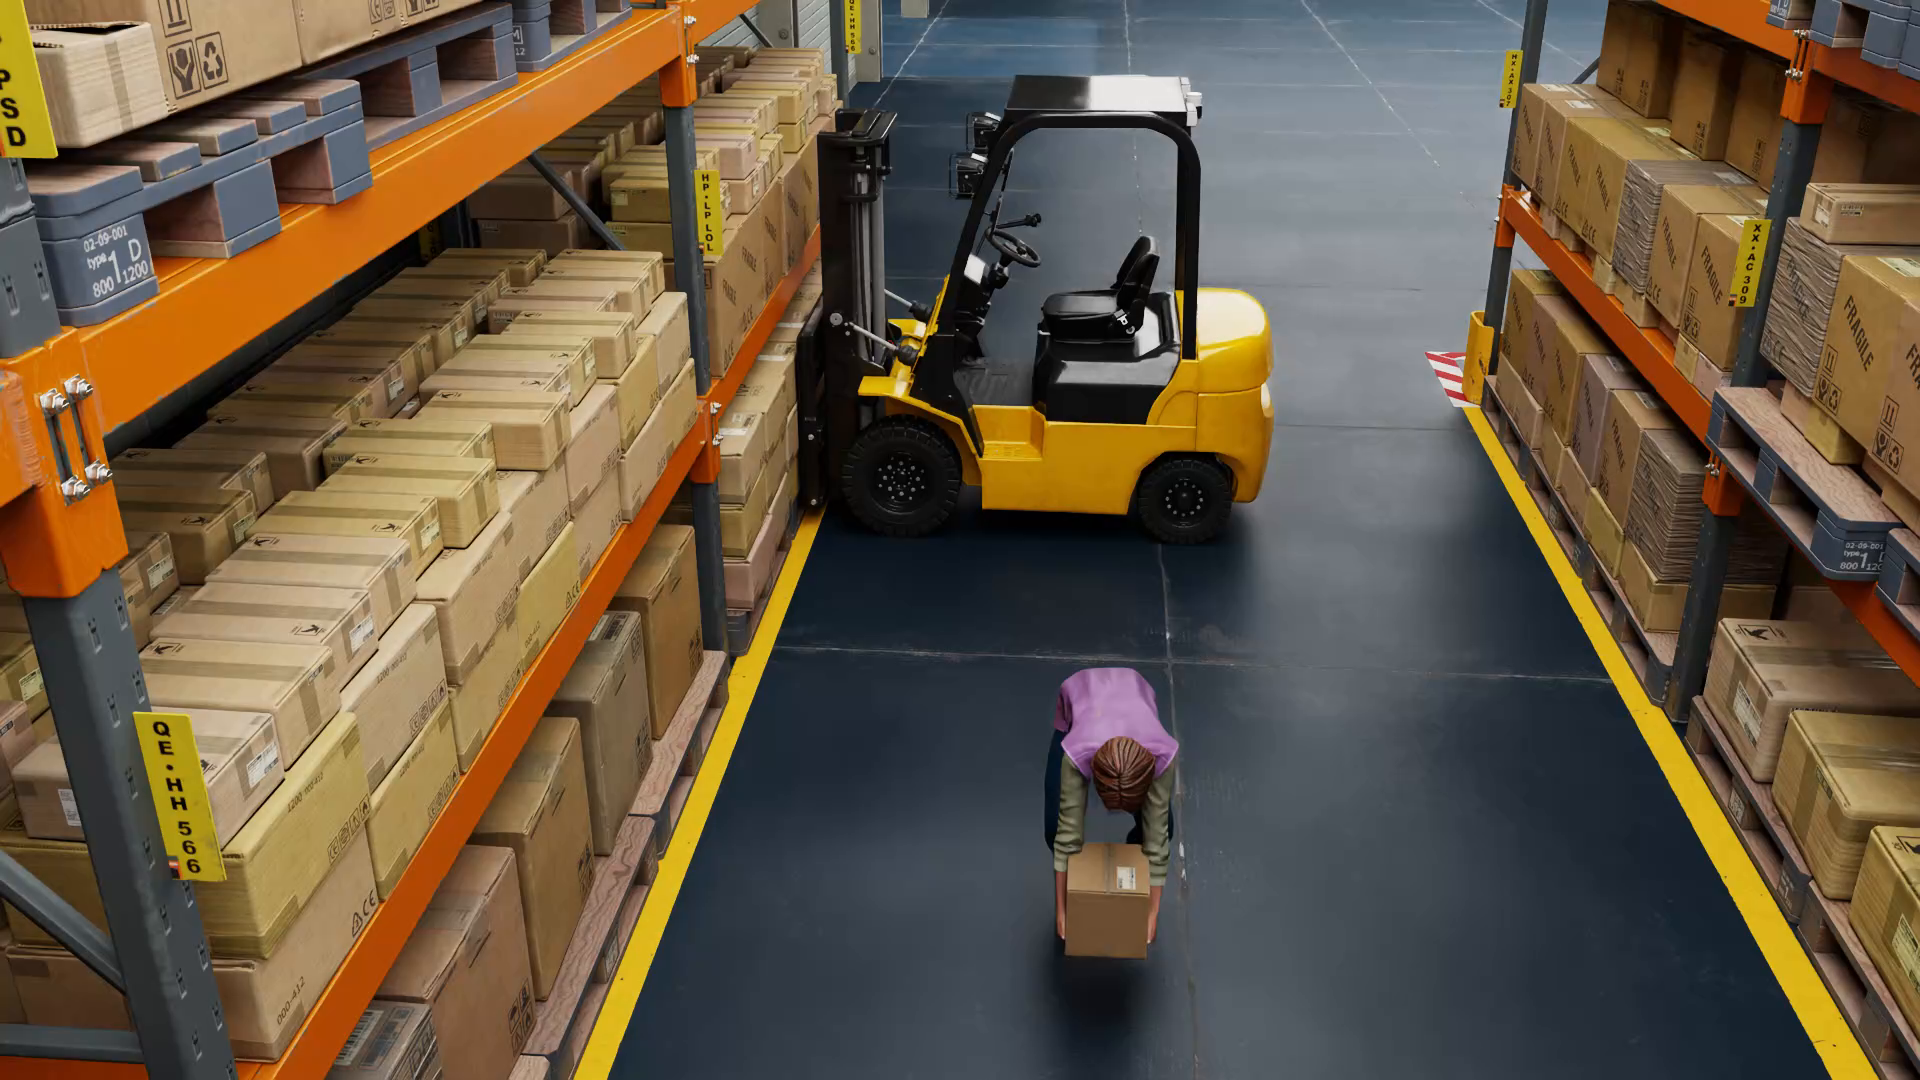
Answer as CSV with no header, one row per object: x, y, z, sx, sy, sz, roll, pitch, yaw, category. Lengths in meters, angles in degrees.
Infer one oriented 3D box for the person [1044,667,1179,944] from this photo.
0.485,0.913,5.384,0.420,0.979,0.861,1,25,1,person
